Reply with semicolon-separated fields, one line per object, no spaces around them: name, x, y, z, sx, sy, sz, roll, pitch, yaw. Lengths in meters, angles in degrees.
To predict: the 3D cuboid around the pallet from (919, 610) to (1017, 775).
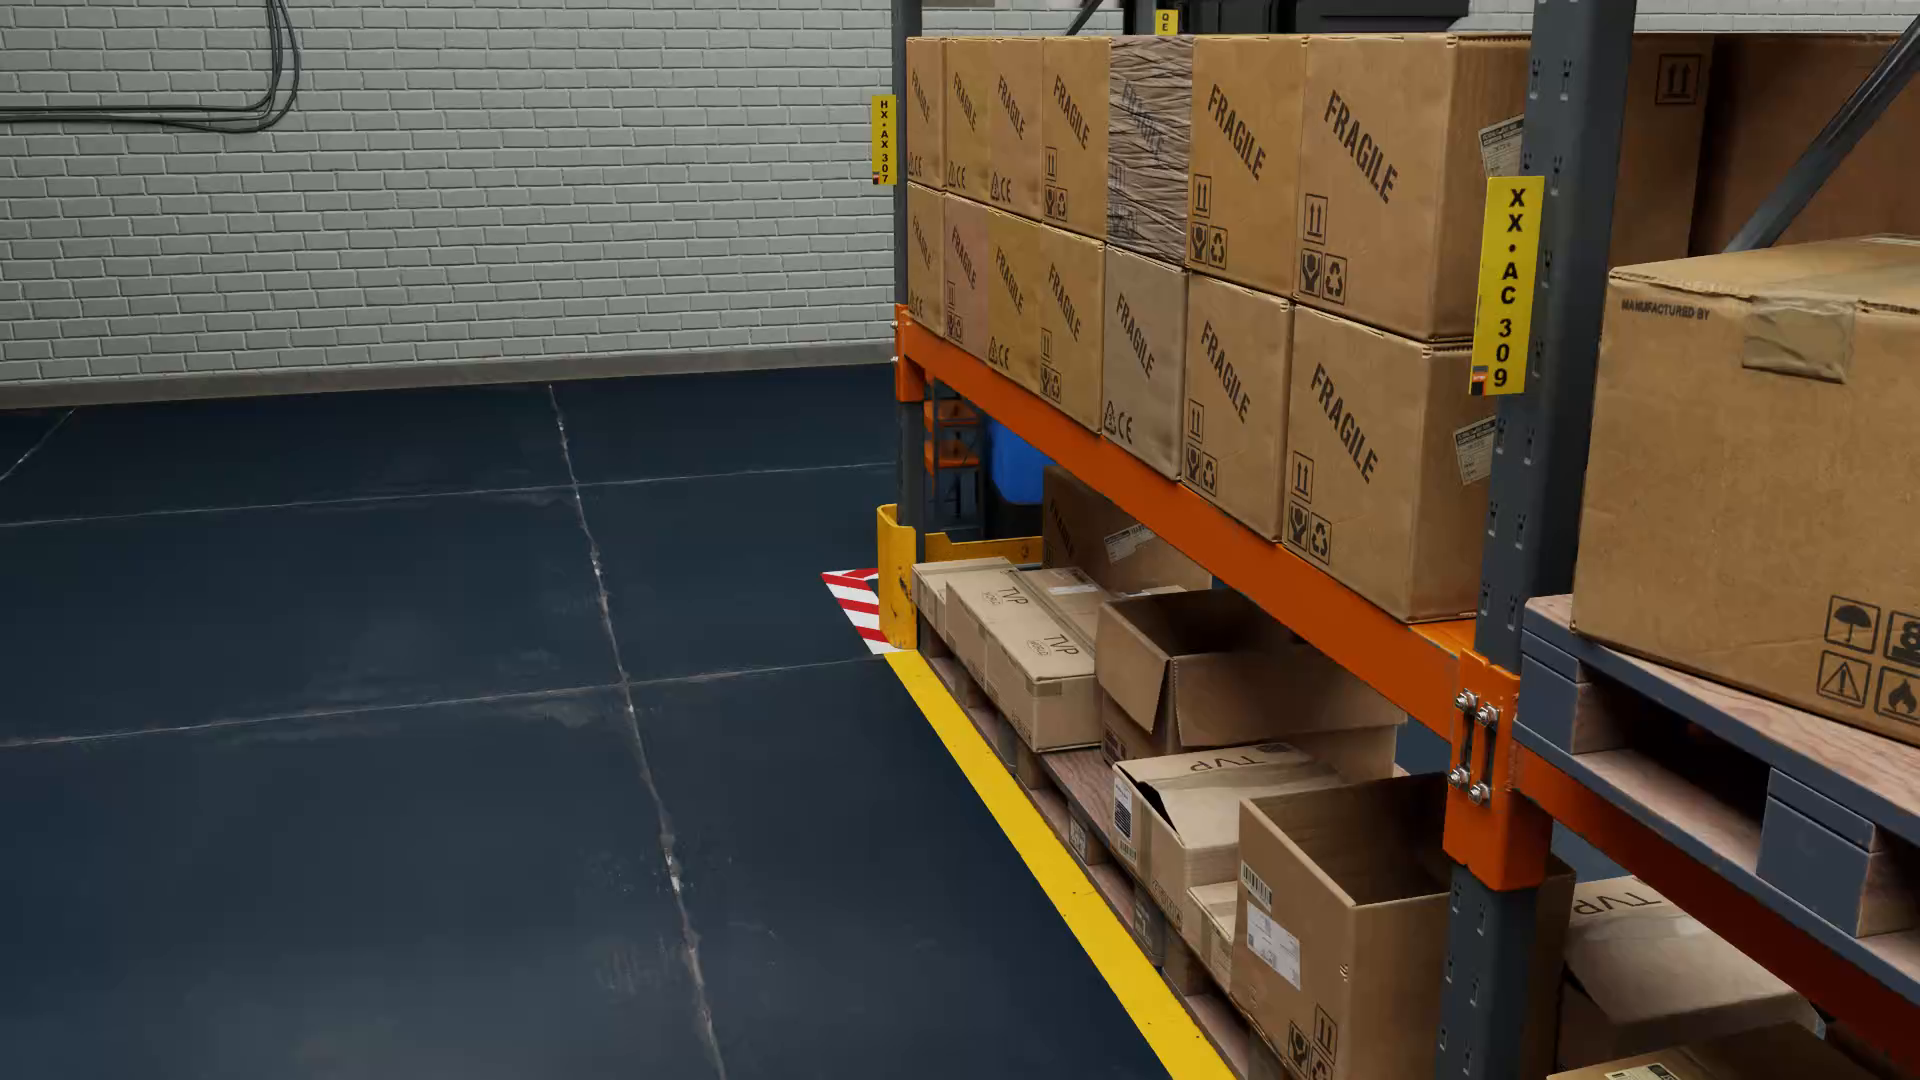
pallet;0.484;0.461;6.050;1.003;0.211;1.213;-5;17;-15

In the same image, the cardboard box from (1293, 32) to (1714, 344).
cardboard box;0.954;-0.656;3.009;0.500;0.500;0.500;-5;17;-15

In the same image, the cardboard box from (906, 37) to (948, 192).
cardboard box;0.111;-1.499;5.817;0.500;0.500;0.500;-4;17;-14

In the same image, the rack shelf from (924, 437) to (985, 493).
rack shelf;-0.060;-0.366;8.008;0.258;0.148;0.480;-4;17;-12

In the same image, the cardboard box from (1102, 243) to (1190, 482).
cardboard box;0.672;-0.460;4.095;0.500;0.500;0.500;-4;17;-14

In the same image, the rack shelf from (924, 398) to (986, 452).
rack shelf;-0.060;-0.556;7.951;0.258;0.148;0.480;-4;17;-12

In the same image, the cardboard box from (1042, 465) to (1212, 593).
cardboard box;0.629;0.001;6.313;0.500;0.500;0.500;-5;17;-15

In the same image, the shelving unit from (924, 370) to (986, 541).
shelving unit;-0.060;-0.620;7.931;0.258;1.200;0.503;-4;17;-12

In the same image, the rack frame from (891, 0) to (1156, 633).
rack frame;0.243;-1.116;6.453;1.000;3.000;0.127;-5;17;-15

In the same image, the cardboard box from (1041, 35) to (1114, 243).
cardboard box;0.536;-1.076;4.408;0.500;0.500;0.500;-5;17;-16

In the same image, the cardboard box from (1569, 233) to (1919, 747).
cardboard box;1.257;-0.110;2.200;0.700;0.500;0.500;-12;20;-34

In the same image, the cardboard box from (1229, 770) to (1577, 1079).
cardboard box;0.913;0.842;3.516;0.500;0.500;0.500;-5;17;-15

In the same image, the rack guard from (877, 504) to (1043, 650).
rack guard;0.264;0.102;6.743;1.175;0.500;0.348;-5;17;-15

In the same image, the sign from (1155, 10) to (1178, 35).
sign;0.782;-1.860;6.368;0.100;0.325;0.005;-5;17;-15

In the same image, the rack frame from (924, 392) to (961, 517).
rack frame;-0.115;-0.689;8.159;0.240;1.200;0.015;-4;17;-12

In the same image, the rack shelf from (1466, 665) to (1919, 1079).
rack shelf;1.892;0.888;1.031;1.077;0.370;4.000;-5;17;-15

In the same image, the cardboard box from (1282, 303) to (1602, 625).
cardboard box;0.958;-0.175;3.148;0.500;0.500;0.500;-4;17;-14

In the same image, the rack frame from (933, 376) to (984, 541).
rack frame;-0.005;-0.552;7.704;0.240;1.200;0.015;-4;17;-12

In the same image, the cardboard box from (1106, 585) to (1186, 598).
cardboard box;0.654;0.280;5.965;0.380;0.166;0.250;-5;17;-15

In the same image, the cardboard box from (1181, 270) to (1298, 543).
cardboard box;0.815;-0.318;3.622;0.500;0.500;0.500;-4;17;-14

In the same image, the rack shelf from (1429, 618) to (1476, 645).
rack shelf;0.793;-0.312;4.687;0.919;0.124;3.809;-5;17;-15

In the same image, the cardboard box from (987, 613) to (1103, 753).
cardboard box;0.395;0.440;5.289;0.500;0.250;0.500;-5;17;-15

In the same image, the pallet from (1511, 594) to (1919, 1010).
pallet;1.457;0.312;2.033;1.003;0.211;1.213;-5;17;-15

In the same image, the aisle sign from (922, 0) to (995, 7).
aisle sign;-0.058;-2.357;6.064;0.394;0.787;0.004;-5;17;-15

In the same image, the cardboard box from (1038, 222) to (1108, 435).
cardboard box;0.529;-0.600;4.563;0.500;0.500;0.500;-4;17;-15

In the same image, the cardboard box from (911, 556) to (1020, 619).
cardboard box;0.028;0.182;6.324;0.380;0.149;0.250;-5;17;-15

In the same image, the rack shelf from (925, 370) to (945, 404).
rack shelf;-0.060;-0.770;7.886;0.258;0.148;0.480;-4;17;-12

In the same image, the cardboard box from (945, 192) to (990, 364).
cardboard box;0.258;-0.878;5.487;0.500;0.500;0.500;-5;17;-16

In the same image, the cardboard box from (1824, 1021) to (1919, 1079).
cardboard box;1.753;1.091;2.687;0.500;0.500;0.500;-5;17;-16

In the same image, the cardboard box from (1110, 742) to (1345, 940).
cardboard box;0.707;0.725;4.234;0.500;0.311;0.500;-5;17;-15

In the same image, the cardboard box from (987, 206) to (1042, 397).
cardboard box;0.393;-0.739;5.024;0.500;0.500;0.500;-5;17;-15

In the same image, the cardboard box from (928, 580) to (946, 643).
cardboard box;0.096;0.243;6.091;0.380;0.166;0.250;-5;17;-15

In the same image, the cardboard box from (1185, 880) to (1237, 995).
cardboard box;0.752;0.911;3.896;0.380;0.149;0.250;-5;17;-15

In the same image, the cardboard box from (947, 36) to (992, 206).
cardboard box;0.262;-1.355;5.337;0.500;0.500;0.500;-5;17;-15

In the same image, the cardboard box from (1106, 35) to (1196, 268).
cardboard box;0.673;-0.937;3.944;0.500;0.500;0.500;-5;17;-15

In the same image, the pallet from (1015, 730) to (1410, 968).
pallet;0.816;0.798;4.929;1.003;0.211;1.213;-5;17;-15

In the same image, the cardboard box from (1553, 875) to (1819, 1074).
cardboard box;1.435;0.934;3.536;0.500;0.311;0.500;-5;17;-15

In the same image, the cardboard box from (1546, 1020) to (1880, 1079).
cardboard box;1.241;1.130;2.556;0.500;0.500;0.500;-6;18;-18

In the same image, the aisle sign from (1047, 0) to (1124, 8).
aisle sign;0.519;-2.404;6.222;0.394;0.787;0.004;-5;17;-15

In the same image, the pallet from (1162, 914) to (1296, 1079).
pallet;1.154;1.136;3.803;1.003;0.211;1.213;-5;17;-15

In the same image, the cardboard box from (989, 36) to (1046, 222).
cardboard box;0.395;-1.216;4.875;0.500;0.500;0.500;-4;17;-14

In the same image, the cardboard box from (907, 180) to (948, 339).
cardboard box;0.111;-1.020;5.960;0.500;0.500;0.500;-4;17;-14

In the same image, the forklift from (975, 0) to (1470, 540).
forklift;1.633;-1.466;7.737;3.031;2.935;1.130;-2;17;-7

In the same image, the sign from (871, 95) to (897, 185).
sign;-0.279;-1.488;6.185;0.100;0.325;0.005;-5;17;-15

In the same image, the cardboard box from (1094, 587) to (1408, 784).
cardboard box;0.821;0.456;4.794;0.797;0.503;0.637;-5;17;-15

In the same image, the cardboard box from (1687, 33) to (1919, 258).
cardboard box;1.483;-0.689;3.119;0.500;0.500;0.500;-4;17;-14

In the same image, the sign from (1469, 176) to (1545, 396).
sign;0.823;-0.379;2.495;0.100;0.325;0.005;-5;17;-15
